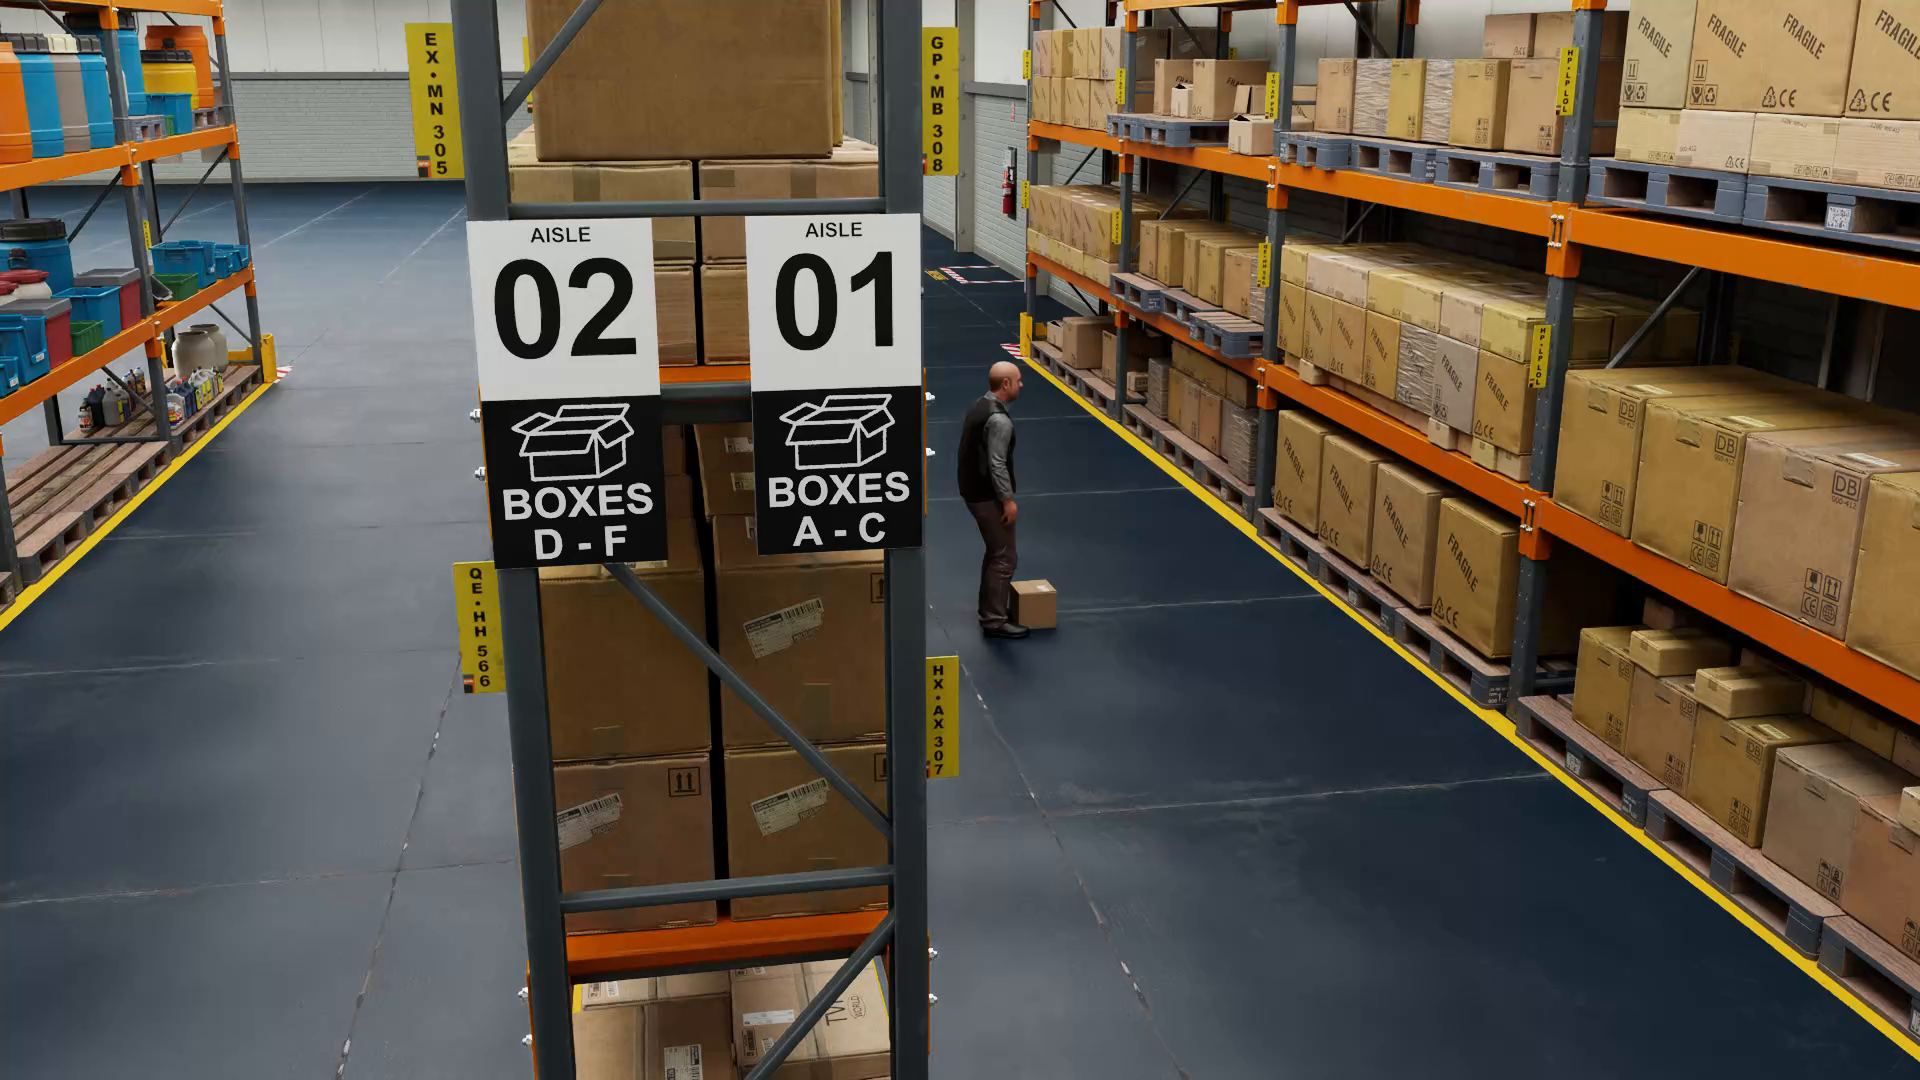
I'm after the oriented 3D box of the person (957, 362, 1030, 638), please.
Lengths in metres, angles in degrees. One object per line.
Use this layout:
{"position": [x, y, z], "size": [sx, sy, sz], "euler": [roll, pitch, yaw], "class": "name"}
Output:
{"position": [0.221, -0.269, 10.503], "size": [0.460, 1.720, 0.580], "euler": [-3, 17, -10], "class": "person"}
